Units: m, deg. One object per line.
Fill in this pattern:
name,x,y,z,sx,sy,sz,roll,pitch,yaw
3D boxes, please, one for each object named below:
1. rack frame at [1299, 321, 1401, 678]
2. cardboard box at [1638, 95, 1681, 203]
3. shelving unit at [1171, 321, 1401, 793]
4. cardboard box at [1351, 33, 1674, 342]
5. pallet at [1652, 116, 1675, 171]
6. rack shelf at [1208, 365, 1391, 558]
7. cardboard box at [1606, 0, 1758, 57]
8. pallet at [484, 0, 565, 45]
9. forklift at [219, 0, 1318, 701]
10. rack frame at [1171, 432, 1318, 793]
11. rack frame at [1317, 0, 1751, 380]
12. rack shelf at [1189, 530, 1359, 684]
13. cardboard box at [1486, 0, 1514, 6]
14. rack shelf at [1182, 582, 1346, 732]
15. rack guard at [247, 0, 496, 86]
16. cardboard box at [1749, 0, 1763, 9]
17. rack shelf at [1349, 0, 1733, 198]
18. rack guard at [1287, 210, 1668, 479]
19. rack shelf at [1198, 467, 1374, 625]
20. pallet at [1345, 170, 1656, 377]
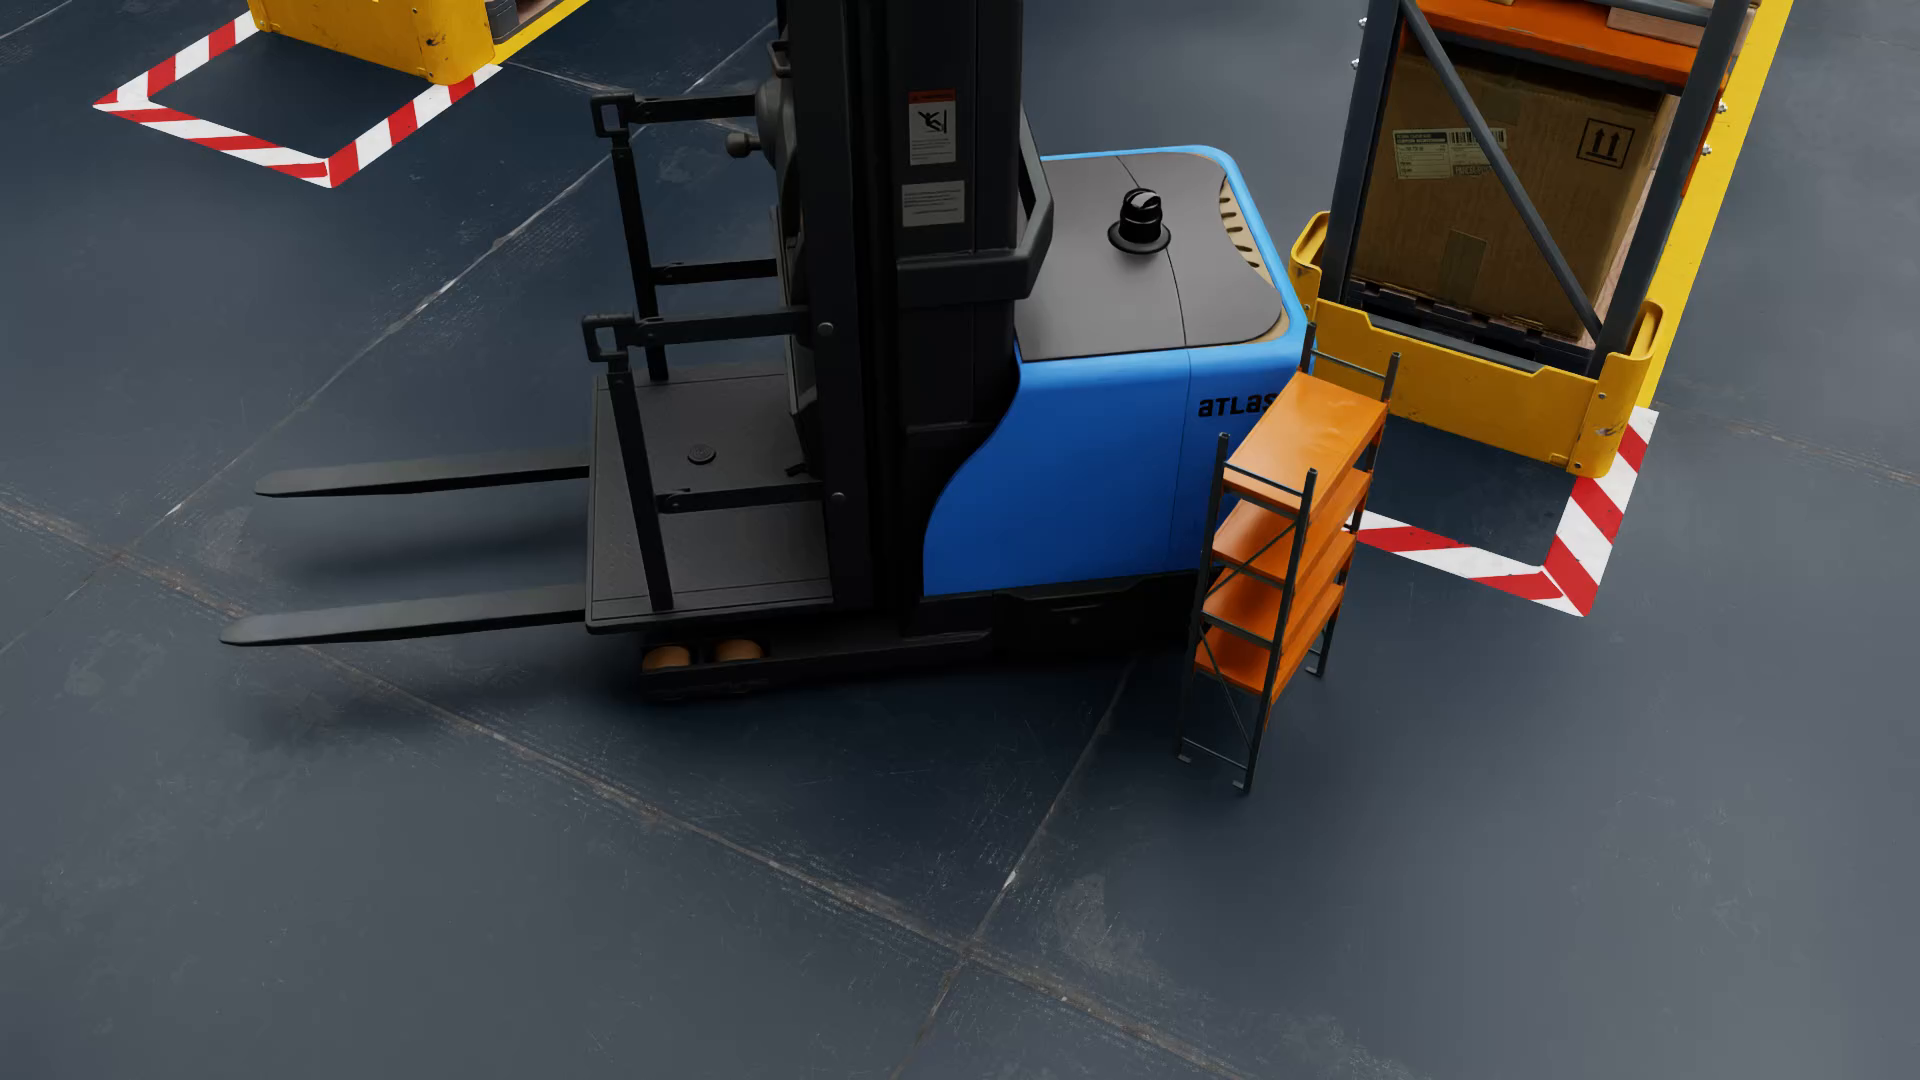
rack frame,0.959,-0.068,4.474,0.240,1.200,0.015,24,50,22
cardboard box,2.326,-1.958,6.275,0.875,0.875,0.875,20,49,19
shelving unit,0.828,0.078,4.329,0.258,1.200,0.503,24,50,22
cardboard box,1.903,-1.385,5.708,0.875,0.875,0.875,20,49,19
pallet,2.546,-1.870,6.949,1.003,0.211,1.213,20,49,19
rack shelf,0.828,-0.198,4.050,0.258,0.148,0.480,24,50,22
cardboard box,2.134,-1.581,4.880,0.380,0.149,0.250,21,49,19
pallet,-2.226,-2.824,7.892,1.003,0.211,1.213,20,49,19
forklift,-0.620,-0.970,4.148,3.031,2.935,1.130,-6,46,-5
rack frame,0.697,0.224,4.185,0.240,1.200,0.015,24,50,22
rack frame,1.677,-1.555,4.677,1.000,3.000,0.127,20,49,19
rack shelf,0.828,0.125,4.377,0.258,0.148,0.480,24,50,22
cardboard box,1.551,-1.799,5.096,0.380,0.149,0.250,21,49,20
rack shelf,0.828,0.265,4.519,0.258,0.148,0.480,24,50,22
rack guard,-2.634,-2.425,7.295,1.175,0.500,0.348,20,49,19
cardboard box,2.139,-1.820,4.836,0.500,0.250,0.500,19,48,18
rack shelf,2.605,-2.562,6.179,1.077,0.370,4.000,20,49,19
rack guard,1.666,-0.661,5.552,1.175,0.500,0.348,20,49,19
rack shelf,0.828,-0.032,4.218,0.258,0.148,0.480,24,50,22
pallet,1.979,-1.104,6.193,1.003,0.211,1.213,20,49,19
